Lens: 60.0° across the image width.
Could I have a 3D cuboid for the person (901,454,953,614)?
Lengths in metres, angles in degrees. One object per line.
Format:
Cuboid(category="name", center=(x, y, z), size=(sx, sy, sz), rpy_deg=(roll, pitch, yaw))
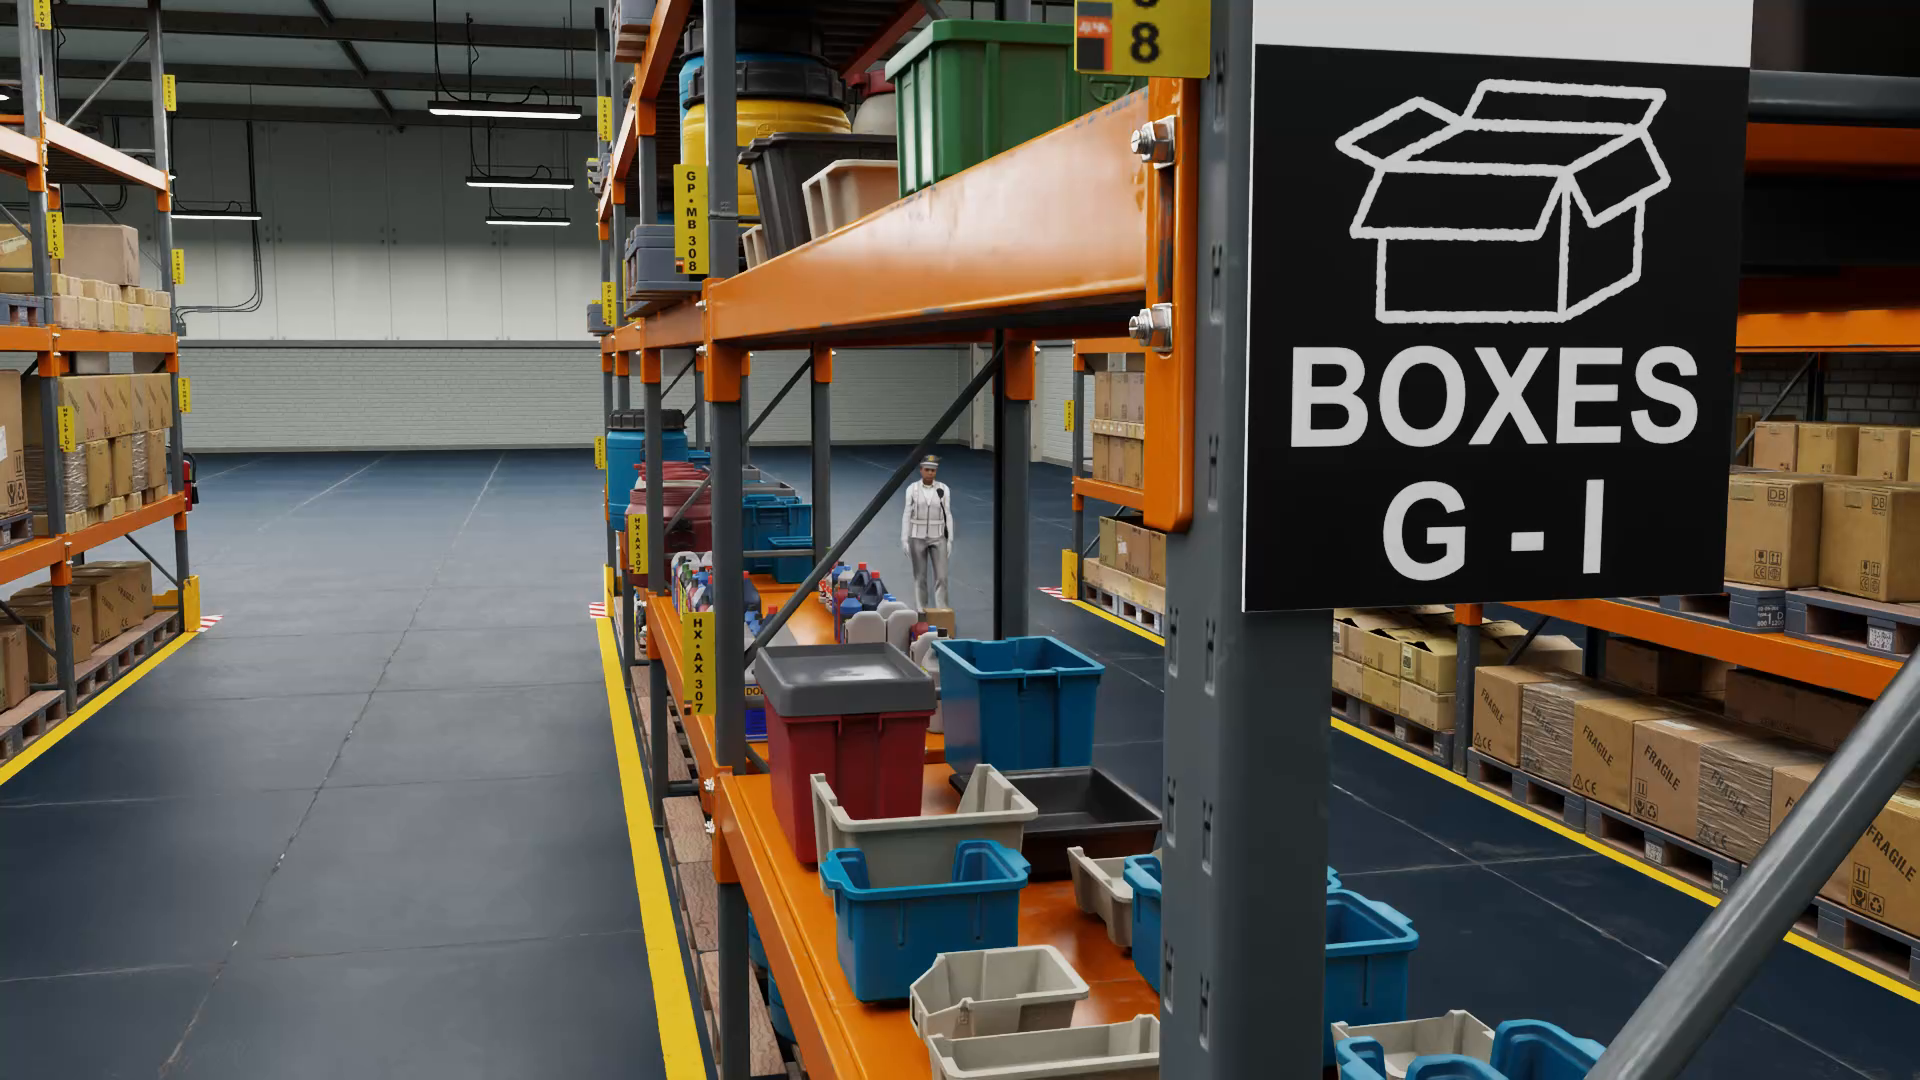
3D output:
Cuboid(category="person", center=(-0.315, 0.022, 15.850), size=(0.504, 1.669, 0.590), rpy_deg=(0, 6, -1))
